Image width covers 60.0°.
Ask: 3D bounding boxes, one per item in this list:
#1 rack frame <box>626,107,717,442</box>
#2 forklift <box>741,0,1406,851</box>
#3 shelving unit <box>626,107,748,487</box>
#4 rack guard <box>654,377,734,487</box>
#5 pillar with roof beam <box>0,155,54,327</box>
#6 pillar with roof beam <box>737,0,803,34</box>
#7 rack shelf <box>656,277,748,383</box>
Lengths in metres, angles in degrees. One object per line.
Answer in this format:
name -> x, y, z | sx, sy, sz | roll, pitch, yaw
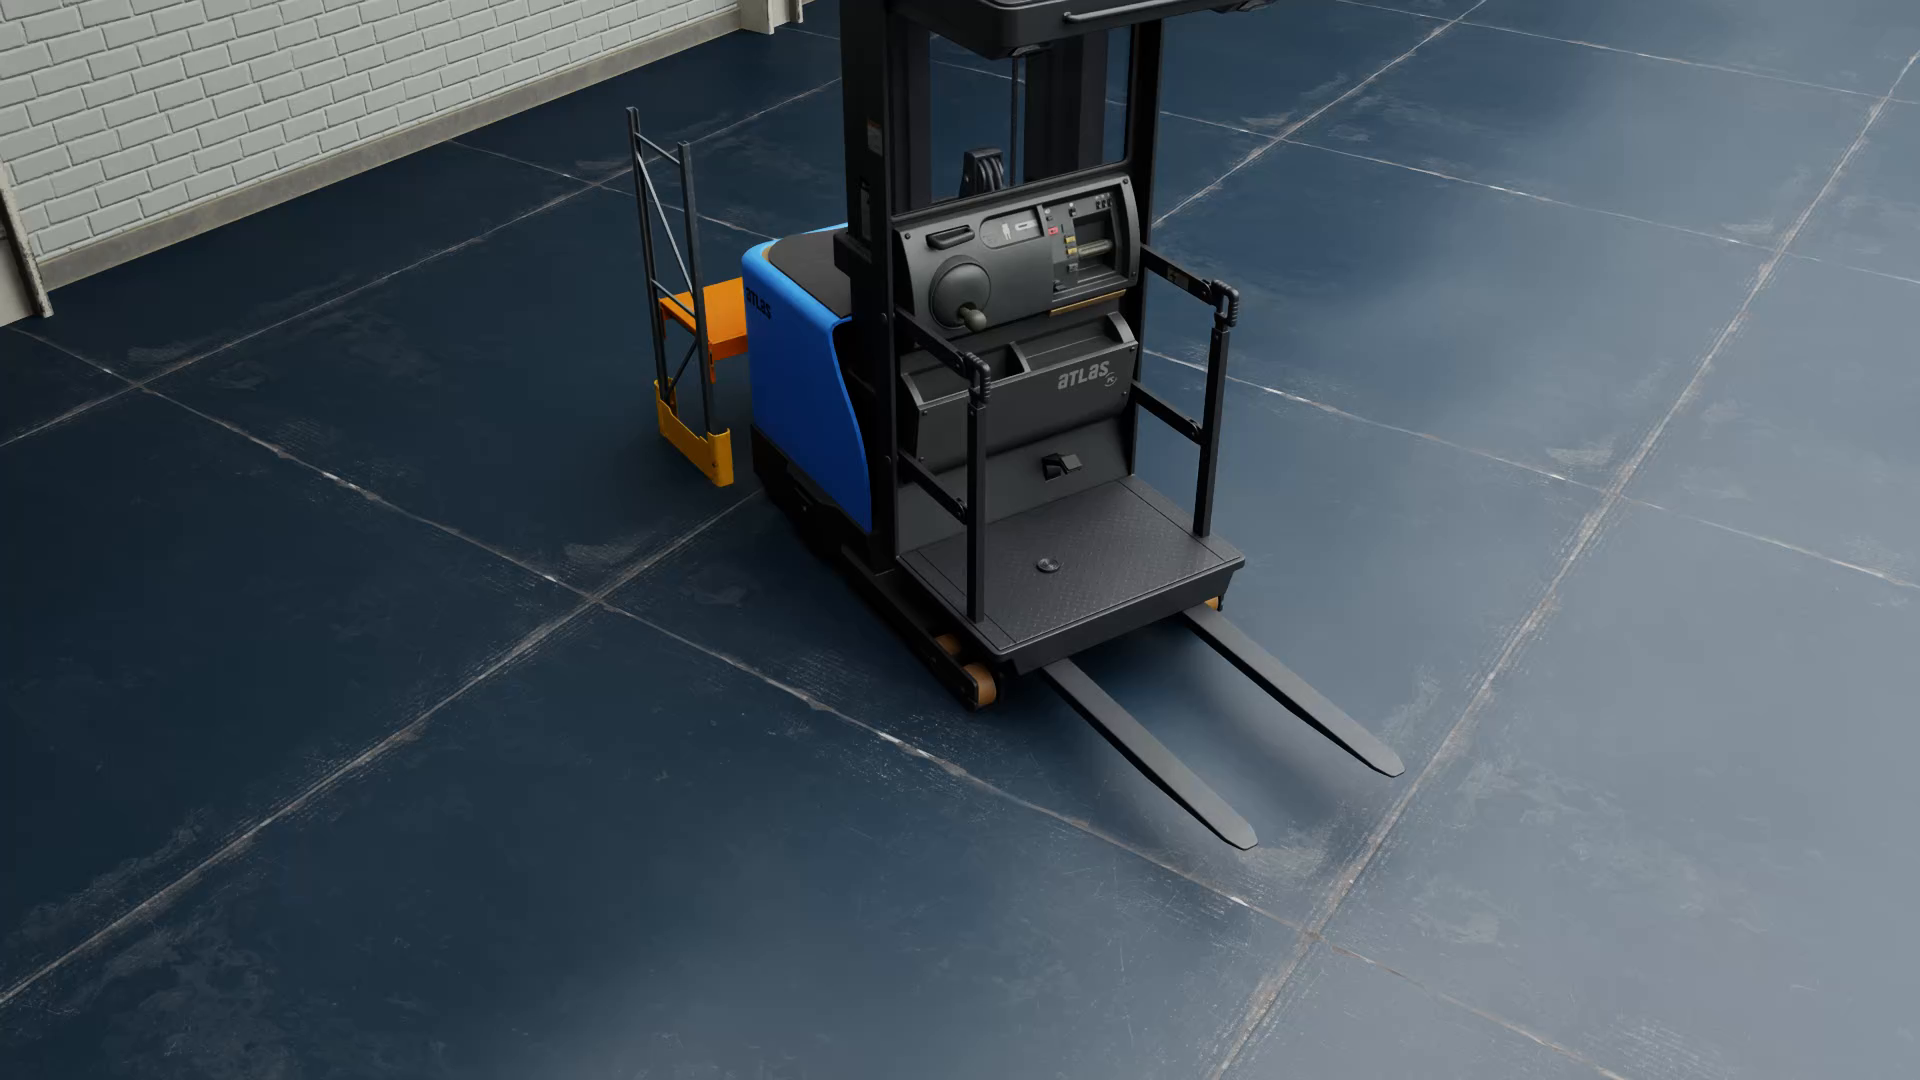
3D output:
rack frame -> -1.174, -0.985, 6.868 | 0.032, 1.500, 0.500 | -21, 39, -28
forklift -> 0.330, -0.919, 5.492 | 1.130, 2.935, 3.031 | -19, 39, -26
shelving unit -> -0.747, -1.149, 7.109 | 1.083, 1.500, 0.587 | -21, 39, -28
rack guard -> -1.158, -0.473, 7.226 | 0.087, 0.250, 0.587 | -21, 39, -28
pillar with roof beam -> -1.302, -3.459, 3.831 | 9.100, 9.000, 0.400 | 21, 39, 28
pillar with roof beam -> 2.119, -6.220, 7.914 | 9.100, 9.000, 0.400 | 21, 39, 28
rack shelf -> -0.754, -0.997, 7.206 | 1.000, 0.185, 0.538 | -21, 39, -28
